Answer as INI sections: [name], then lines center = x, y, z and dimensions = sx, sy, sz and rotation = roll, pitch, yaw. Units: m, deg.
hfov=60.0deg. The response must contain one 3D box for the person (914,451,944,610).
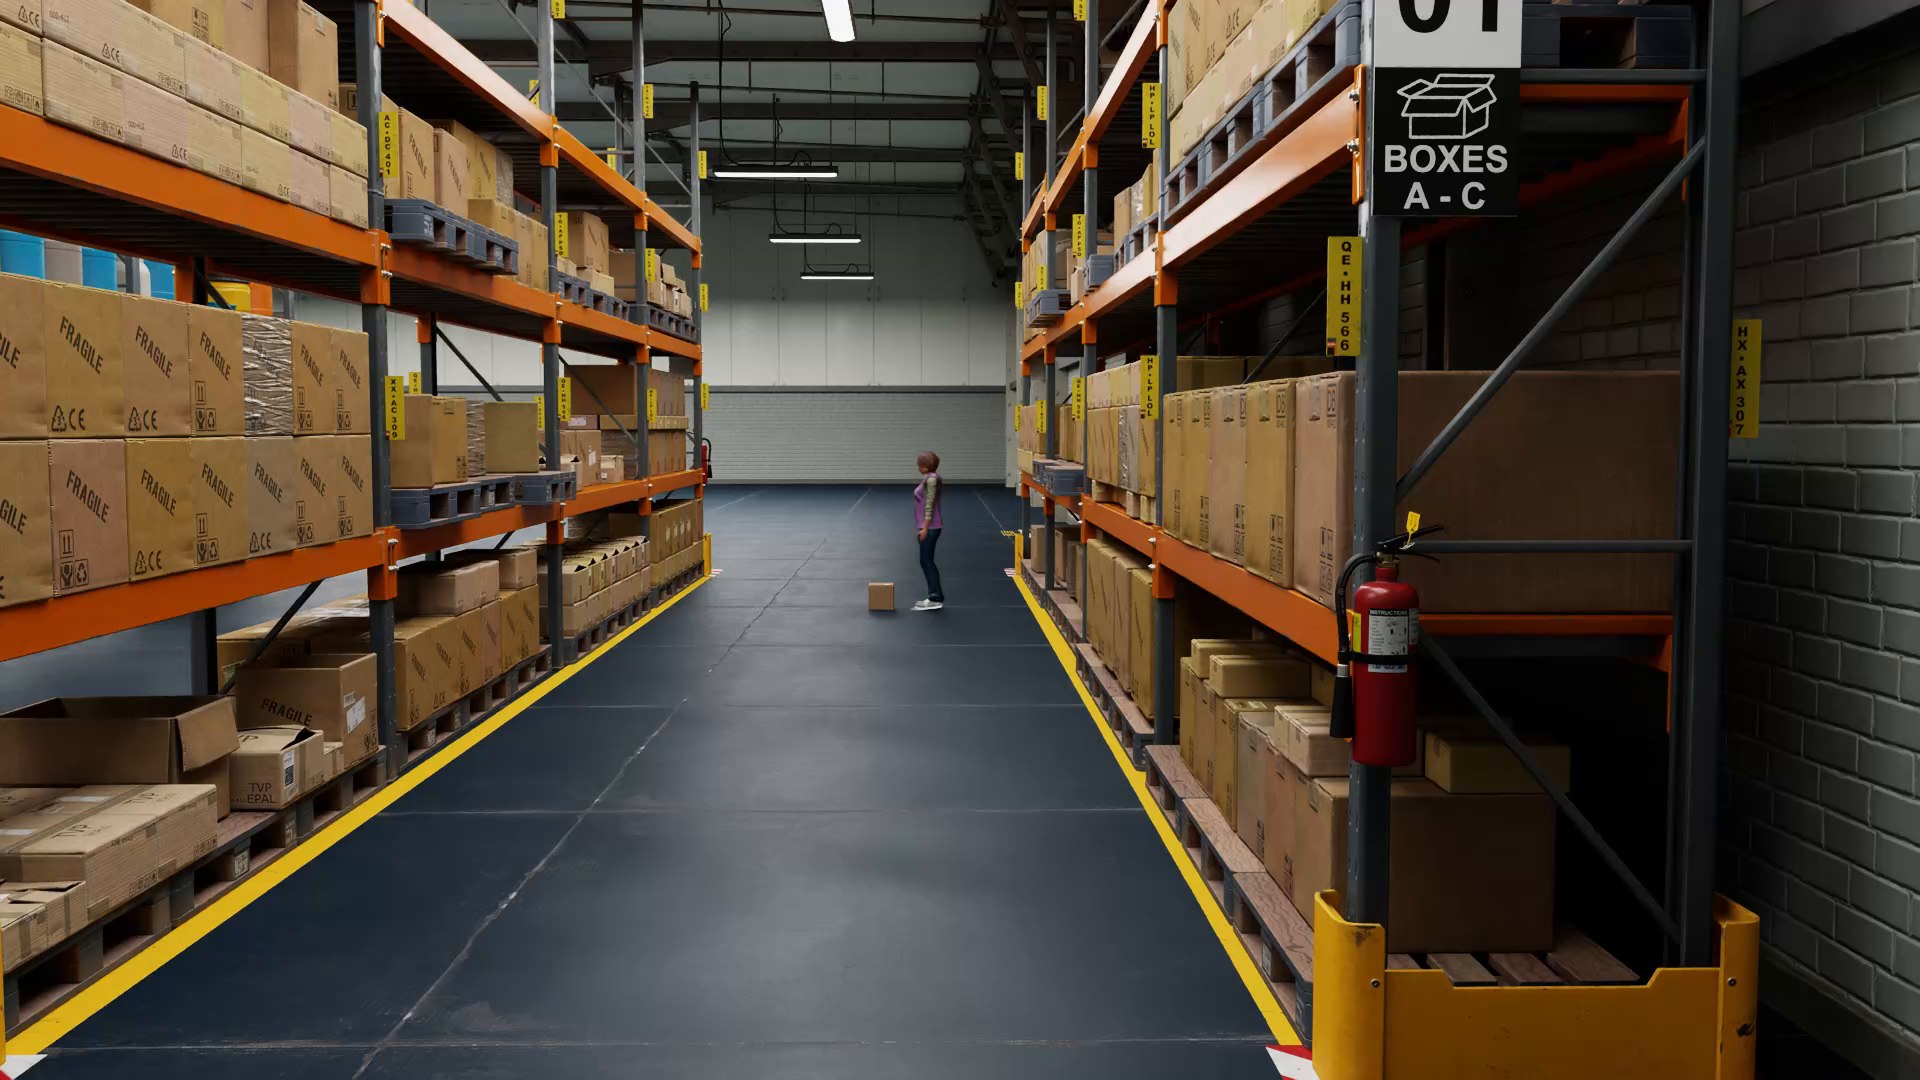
[person]
center = -0.310, -0.095, 16.713
dimensions = 0.299, 1.586, 0.407
rotation = 0, 4, 0
